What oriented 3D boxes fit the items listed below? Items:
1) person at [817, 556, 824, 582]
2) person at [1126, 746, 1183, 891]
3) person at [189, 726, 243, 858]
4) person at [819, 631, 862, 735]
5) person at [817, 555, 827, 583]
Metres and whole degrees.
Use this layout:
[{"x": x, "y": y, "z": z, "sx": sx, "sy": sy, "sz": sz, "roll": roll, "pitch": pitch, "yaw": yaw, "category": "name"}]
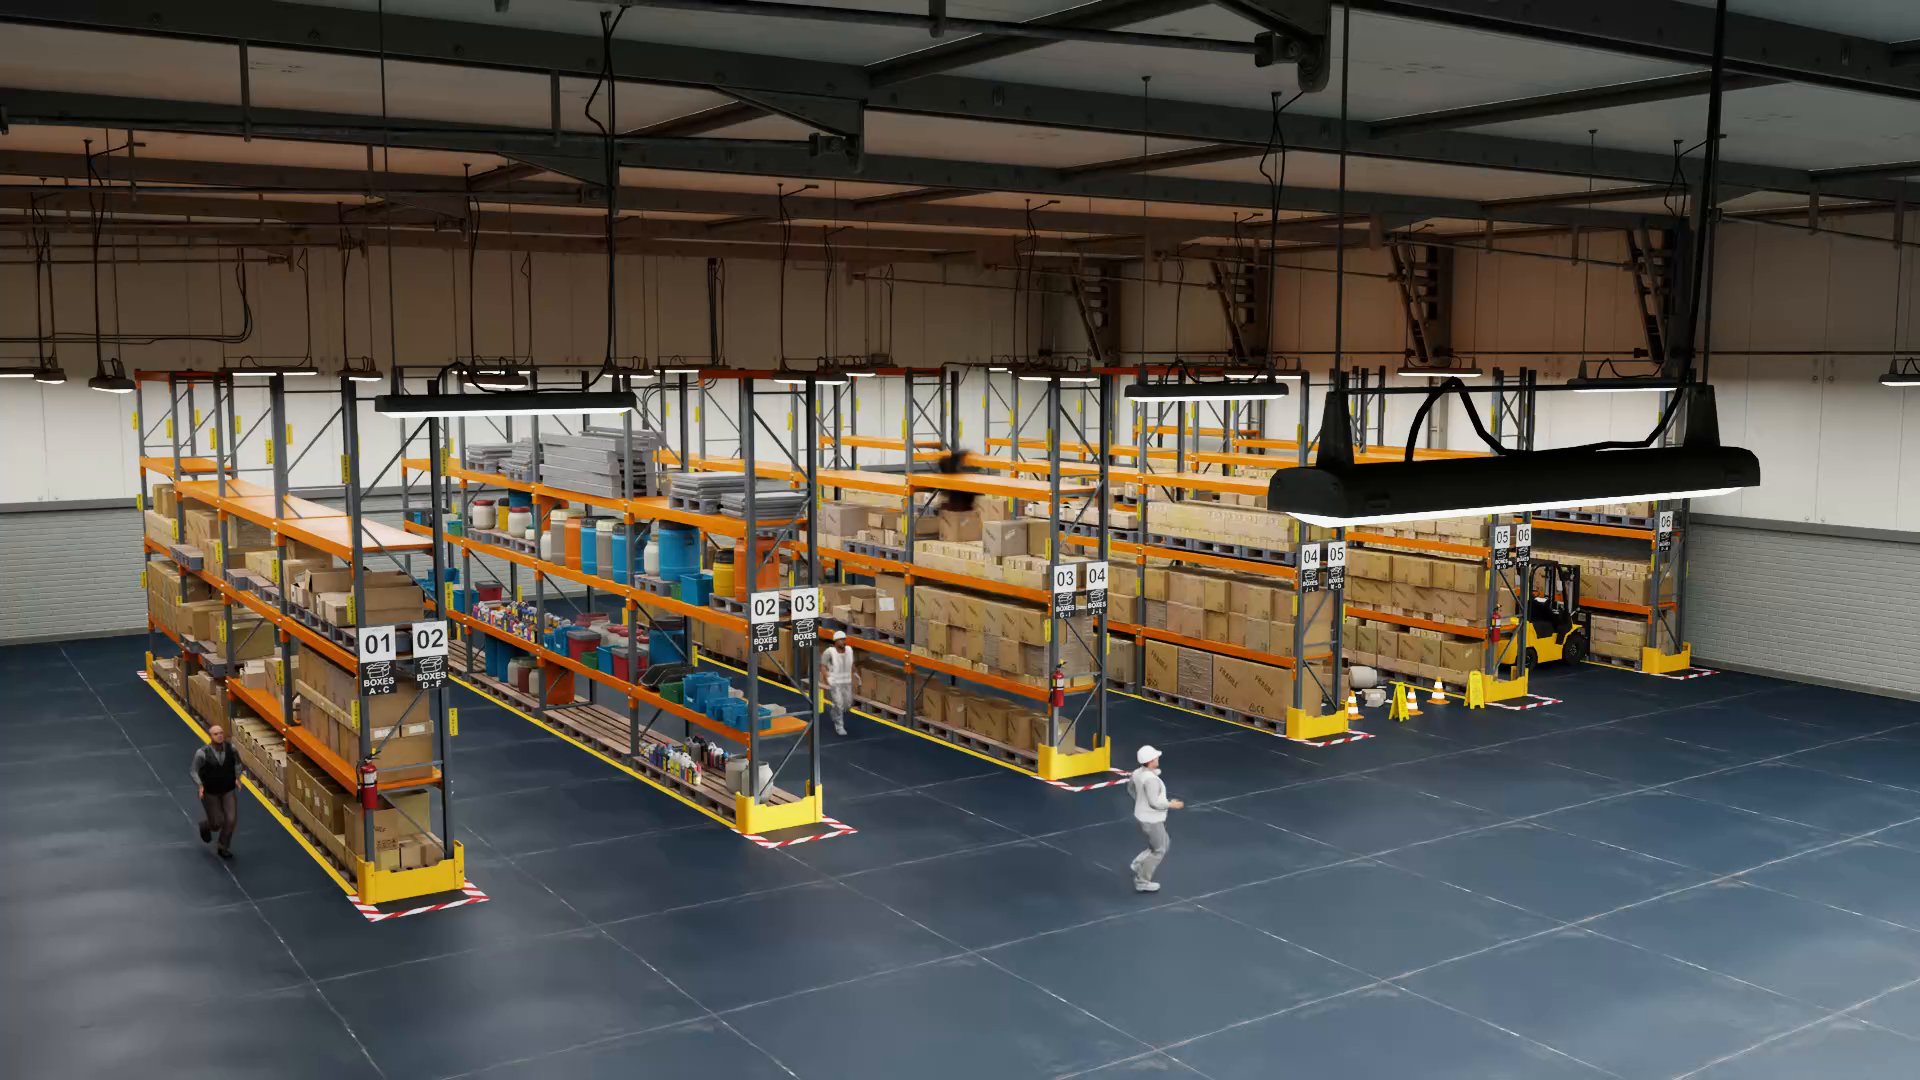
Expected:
[{"x": -3.388, "y": 1.185, "z": 38.273, "sx": 0.594, "sy": 1.654, "sz": 0.571, "roll": -5, "pitch": 8, "yaw": -40, "category": "person"}, {"x": 2.305, "y": 3.259, "z": 19.566, "sx": 0.578, "sy": 1.726, "sz": 0.650, "roll": -1, "pitch": 7, "yaw": -10, "category": "person"}, {"x": -9.362, "y": 3.147, "z": 20.954, "sx": 0.647, "sy": 1.675, "sz": 0.637, "roll": -6, "pitch": 9, "yaw": -41, "category": "person"}, {"x": -2.051, "y": 2.354, "z": 27.719, "sx": 0.664, "sy": 1.729, "sz": 0.637, "roll": -4, "pitch": 8, "yaw": -33, "category": "person"}, {"x": -3.619, "y": 0.721, "z": 42.056, "sx": 1.128, "sy": 1.662, "sz": 0.722, "roll": 0, "pitch": 6, "yaw": -2, "category": "person"}]
